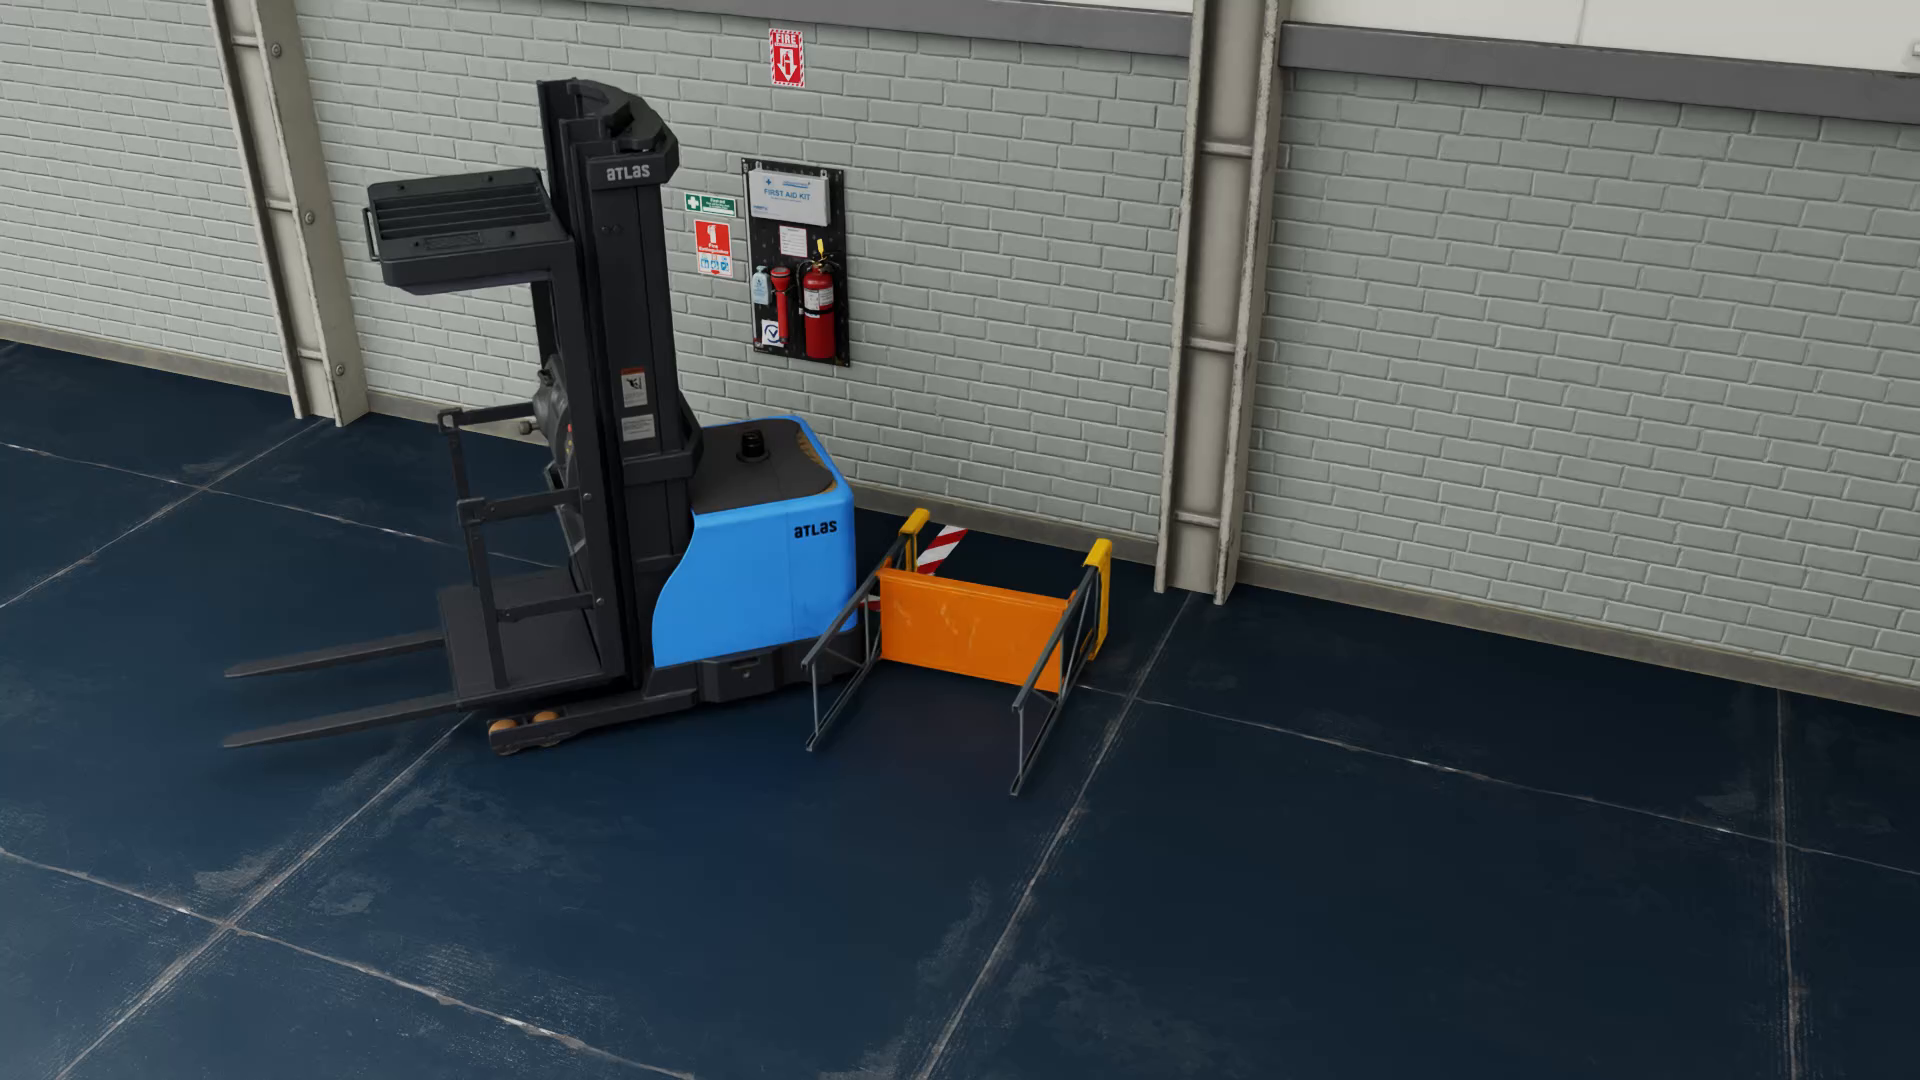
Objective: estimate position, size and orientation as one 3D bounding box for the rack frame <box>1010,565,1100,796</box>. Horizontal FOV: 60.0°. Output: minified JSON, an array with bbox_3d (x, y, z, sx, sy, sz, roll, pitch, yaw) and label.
[{"bbox_3d":[0.494,0.598,8.068,0.032,0.500,1.500,10,31,17],"label":"rack frame"}]

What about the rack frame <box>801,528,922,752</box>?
[{"bbox_3d":[-0.466,0.433,8.362,0.032,0.500,1.500,10,31,17],"label":"rack frame"}]

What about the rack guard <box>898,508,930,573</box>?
[{"bbox_3d":[-0.240,0.146,8.869,0.087,0.587,0.250,10,31,17],"label":"rack guard"}]

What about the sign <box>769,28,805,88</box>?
[{"bbox_3d":[-0.928,-2.585,8.919,0.199,0.298,0.001,11,31,19],"label":"sign"}]

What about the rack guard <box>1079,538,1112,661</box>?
[{"bbox_3d":[0.700,0.308,8.582,0.087,0.587,0.250,10,31,17],"label":"rack guard"}]

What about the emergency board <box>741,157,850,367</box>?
[{"bbox_3d":[-0.958,-1.529,9.406,0.643,1.169,0.194,11,31,19],"label":"emergency board"}]

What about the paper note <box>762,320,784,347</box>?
[{"bbox_3d":[-1.097,-1.209,9.736,0.142,0.148,0.016,11,31,19],"label":"paper note"}]

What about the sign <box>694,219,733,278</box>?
[{"bbox_3d":[-1.432,-1.693,9.661,0.234,0.329,0.001,11,31,19],"label":"sign"}]

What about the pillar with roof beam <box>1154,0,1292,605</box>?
[{"bbox_3d":[-0.301,-1.703,3.617,0.400,9.000,9.100,11,31,19],"label":"pillar with roof beam"}]

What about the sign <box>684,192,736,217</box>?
[{"bbox_3d":[-1.431,-1.919,9.522,0.331,0.109,0.001,11,31,19],"label":"sign"}]

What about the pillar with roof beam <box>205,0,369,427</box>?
[{"bbox_3d":[-5.861,-2.813,5.581,0.400,9.000,9.100,11,31,19],"label":"pillar with roof beam"}]

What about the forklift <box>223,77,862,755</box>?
[{"bbox_3d":[-2.072,-0.545,7.736,3.031,2.935,1.130,-10,31,-17],"label":"forklift"}]

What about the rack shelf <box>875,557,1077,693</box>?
[{"bbox_3d":[0.074,0.432,8.363,1.000,0.538,0.185,10,31,17],"label":"rack shelf"}]

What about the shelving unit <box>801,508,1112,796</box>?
[{"bbox_3d":[0.023,0.517,8.212,1.083,0.587,1.500,10,31,17],"label":"shelving unit"}]
